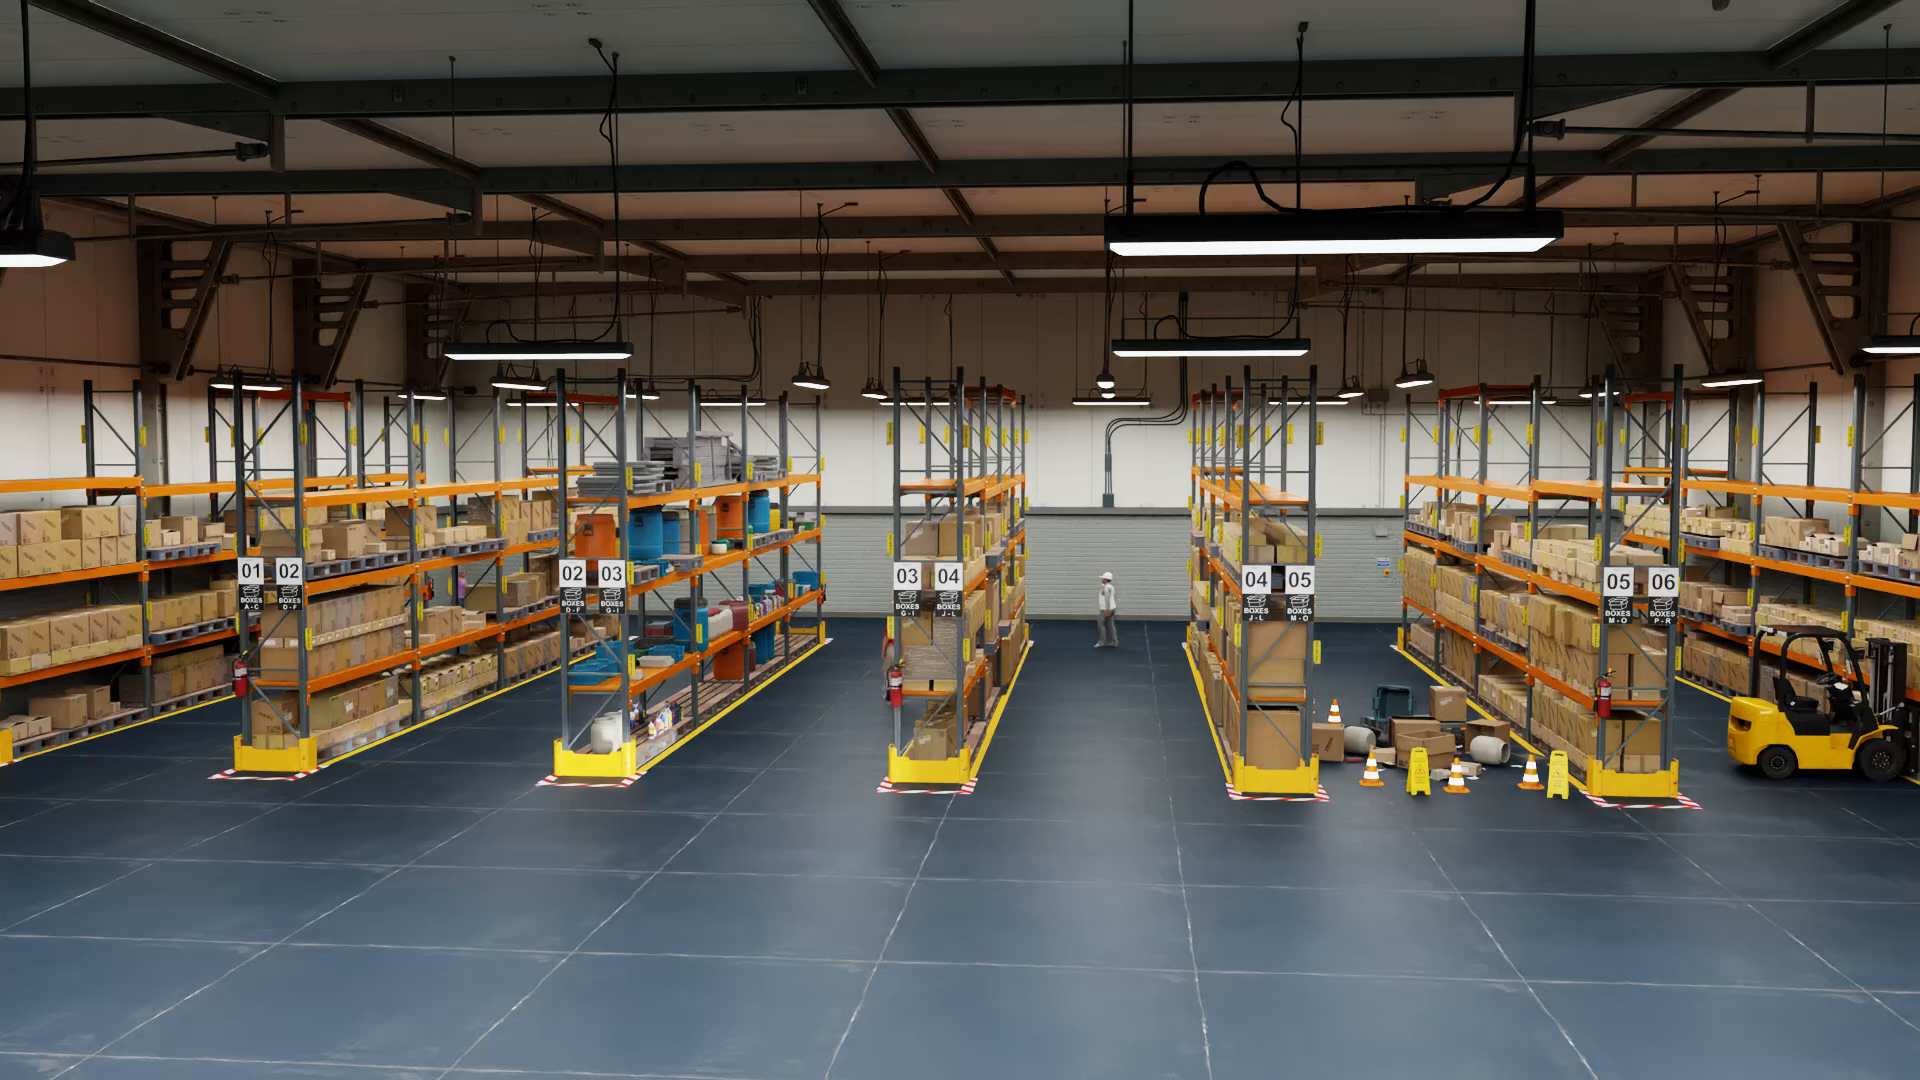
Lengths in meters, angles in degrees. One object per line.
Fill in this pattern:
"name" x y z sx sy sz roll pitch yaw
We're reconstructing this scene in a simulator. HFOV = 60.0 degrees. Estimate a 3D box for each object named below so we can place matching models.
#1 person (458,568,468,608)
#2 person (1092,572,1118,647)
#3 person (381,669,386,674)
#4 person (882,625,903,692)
"person" -12.877 1.541 42.936 0.448 1.625 0.432 0 4 7
"person" 3.486 1.669 39.588 0.630 1.799 0.577 2 4 26
"person" -11.839 2.063 33.777 0.632 1.706 0.586 -1 4 -10
"person" -1.180 2.077 31.446 0.595 1.606 0.544 0 4 0
